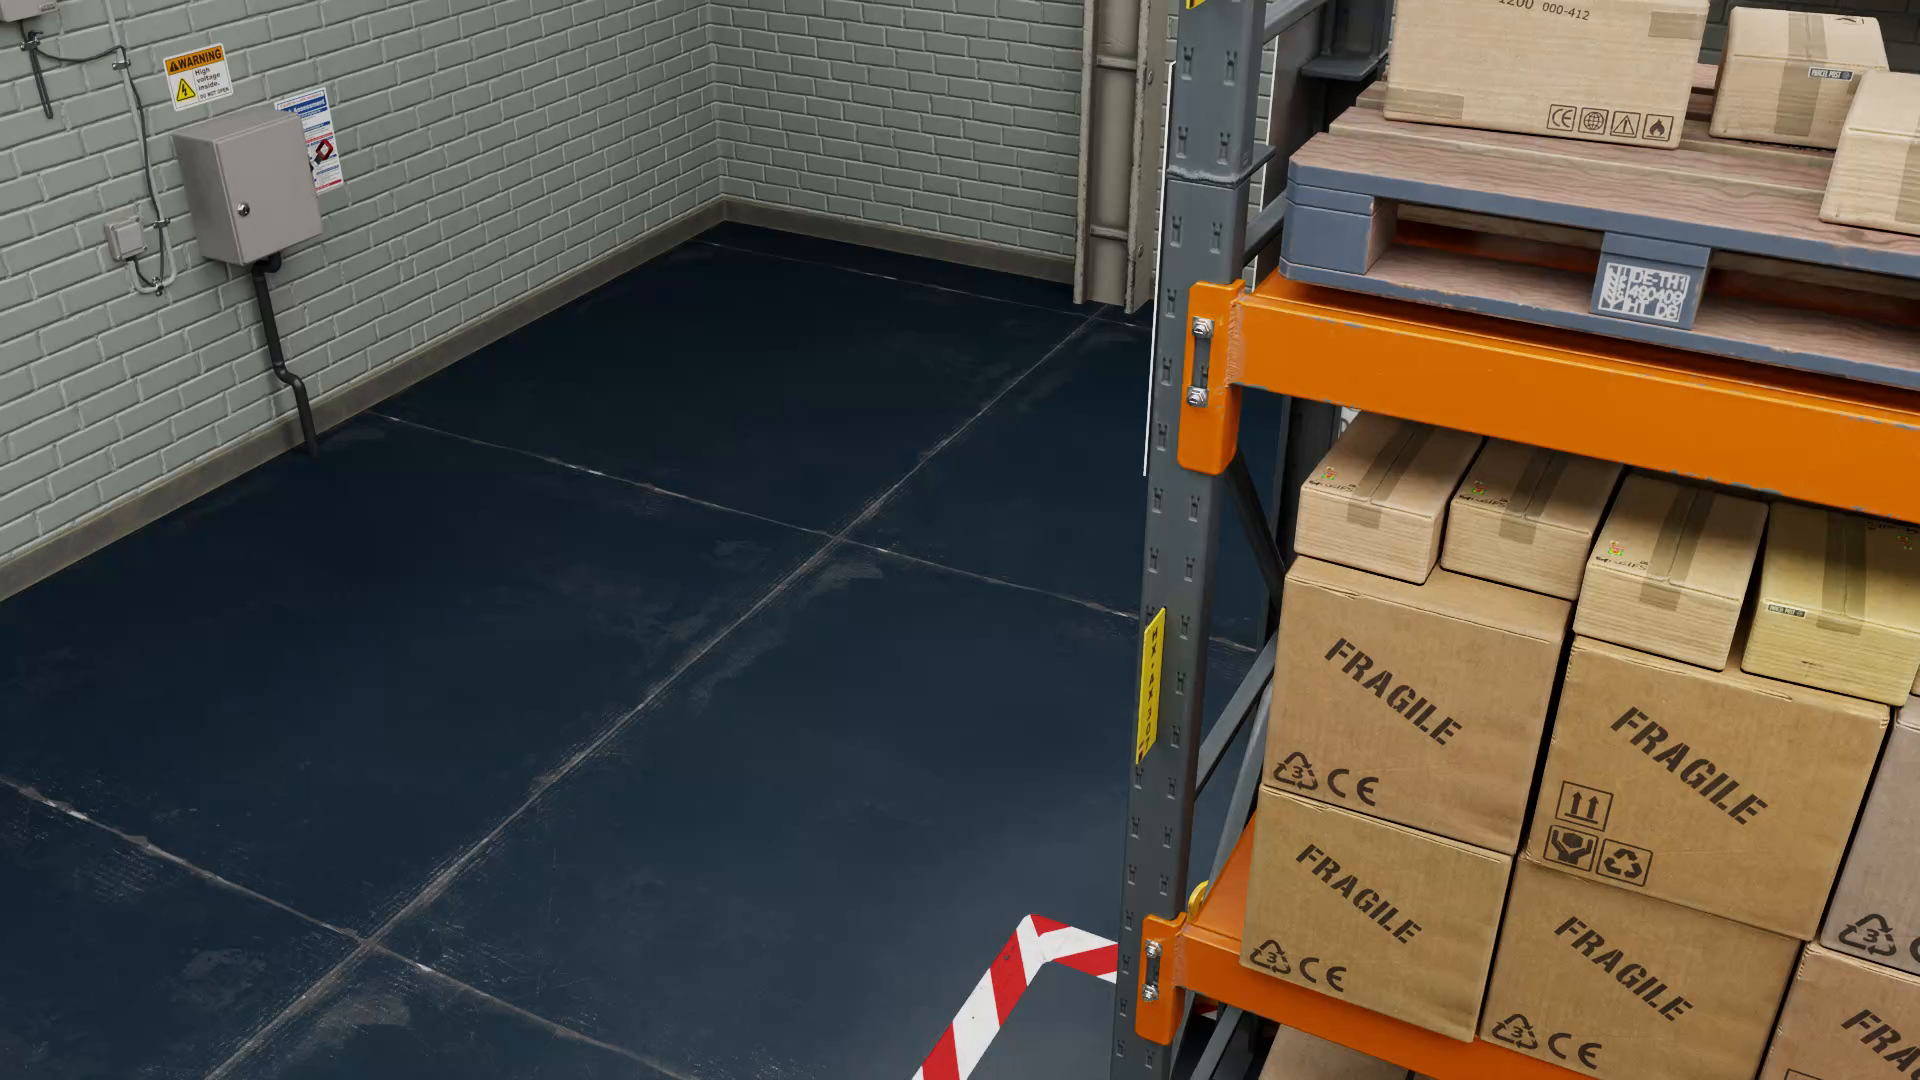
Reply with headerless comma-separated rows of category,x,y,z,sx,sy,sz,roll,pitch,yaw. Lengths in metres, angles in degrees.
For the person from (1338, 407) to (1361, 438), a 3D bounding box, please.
person,1.592,-0.154,6.399,0.523,1.655,0.395,13,33,20
